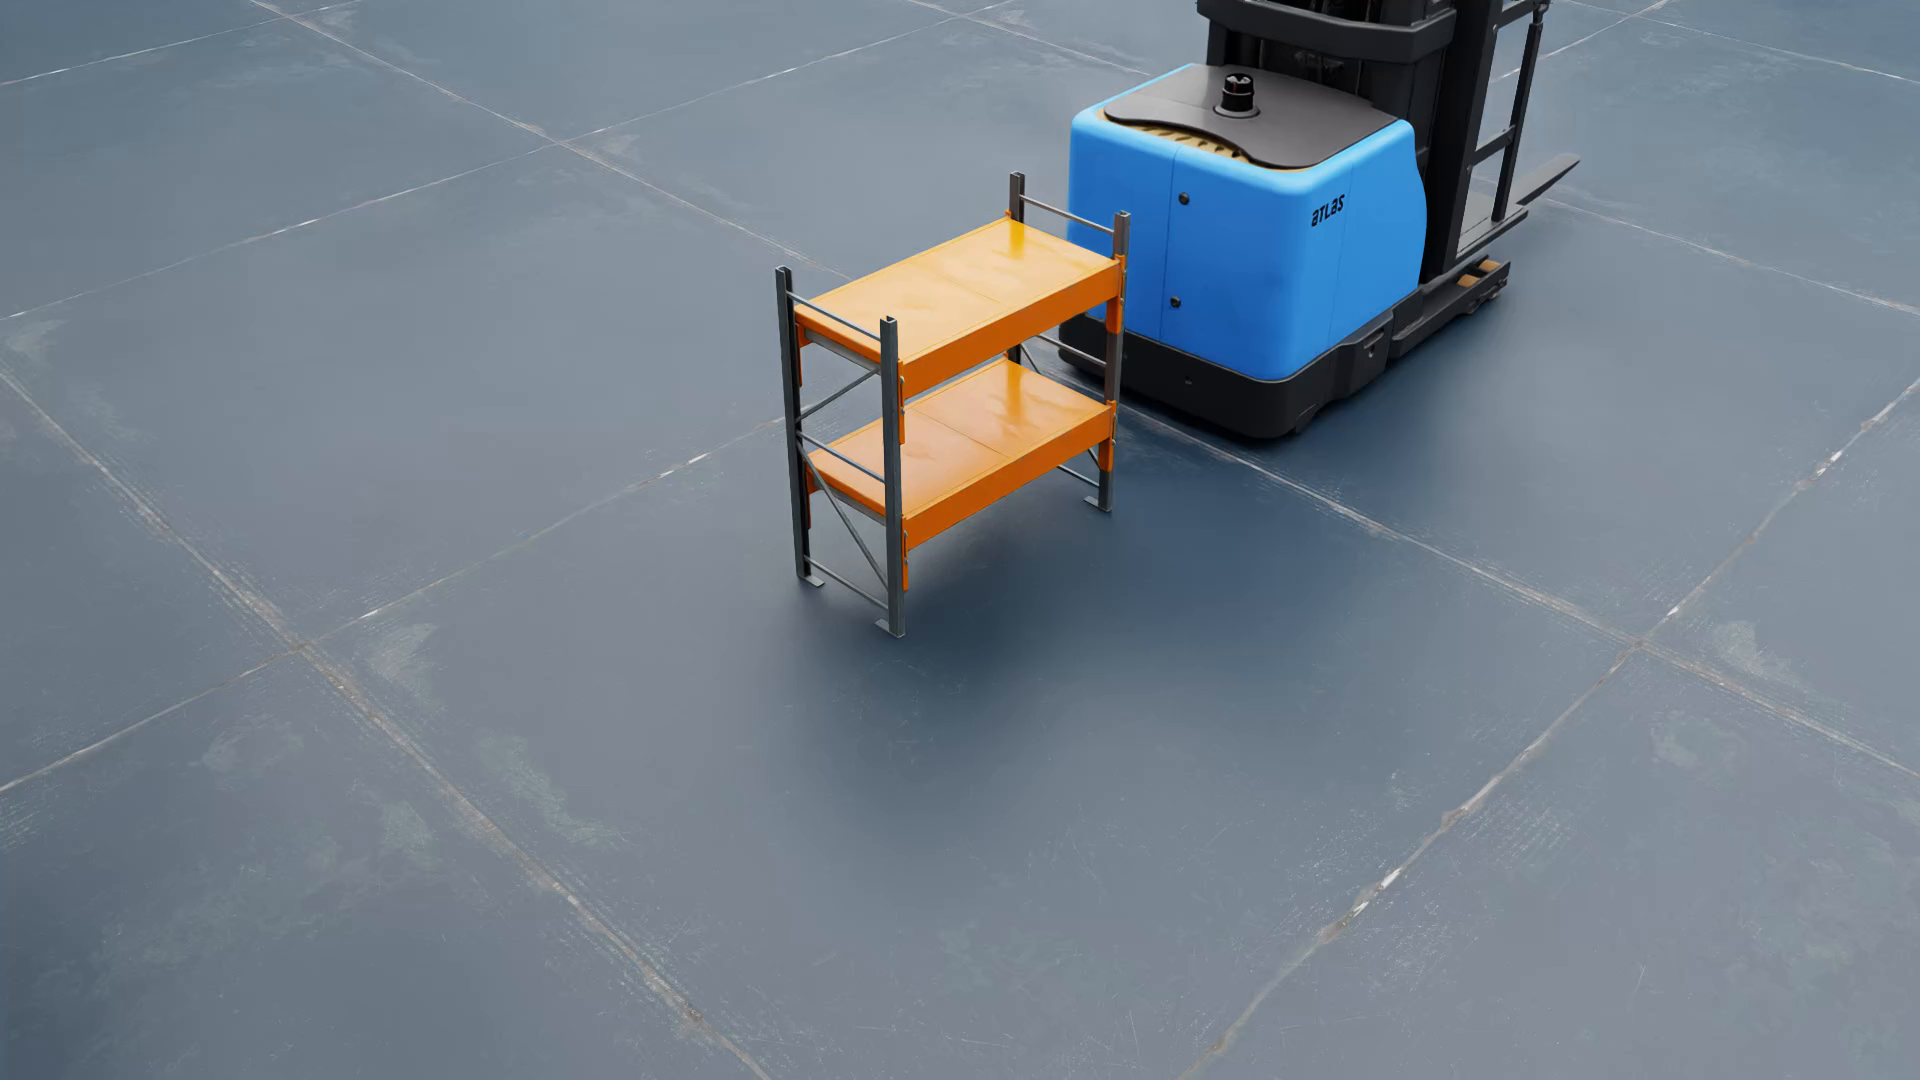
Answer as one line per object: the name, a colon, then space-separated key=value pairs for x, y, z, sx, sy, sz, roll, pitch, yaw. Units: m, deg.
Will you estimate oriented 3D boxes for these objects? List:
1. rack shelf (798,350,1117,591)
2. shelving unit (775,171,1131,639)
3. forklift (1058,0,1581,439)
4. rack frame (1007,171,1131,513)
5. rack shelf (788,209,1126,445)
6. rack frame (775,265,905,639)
rack shelf: x=-0.005 y=-0.258 z=5.564 sx=0.538 sy=0.278 sz=1.000 roll=30 pitch=45 yaw=35
shelving unit: x=-0.005 y=-0.459 z=5.424 sx=0.538 sy=1.125 sz=1.048 roll=30 pitch=45 yaw=35
forklift: x=1.743 y=-2.342 z=6.546 sx=1.130 sy=2.935 sz=3.031 roll=27 pitch=43 yaw=33
rack frame: x=0.353 y=-0.665 z=5.720 sx=0.500 sy=1.125 sz=0.032 roll=30 pitch=45 yaw=35
rack shelf: x=-0.005 y=-0.699 z=5.257 sx=0.538 sy=0.278 sz=1.000 roll=30 pitch=45 yaw=35
rack frame: x=-0.363 y=-0.252 z=5.128 sx=0.500 sy=1.125 sz=0.032 roll=30 pitch=45 yaw=35
